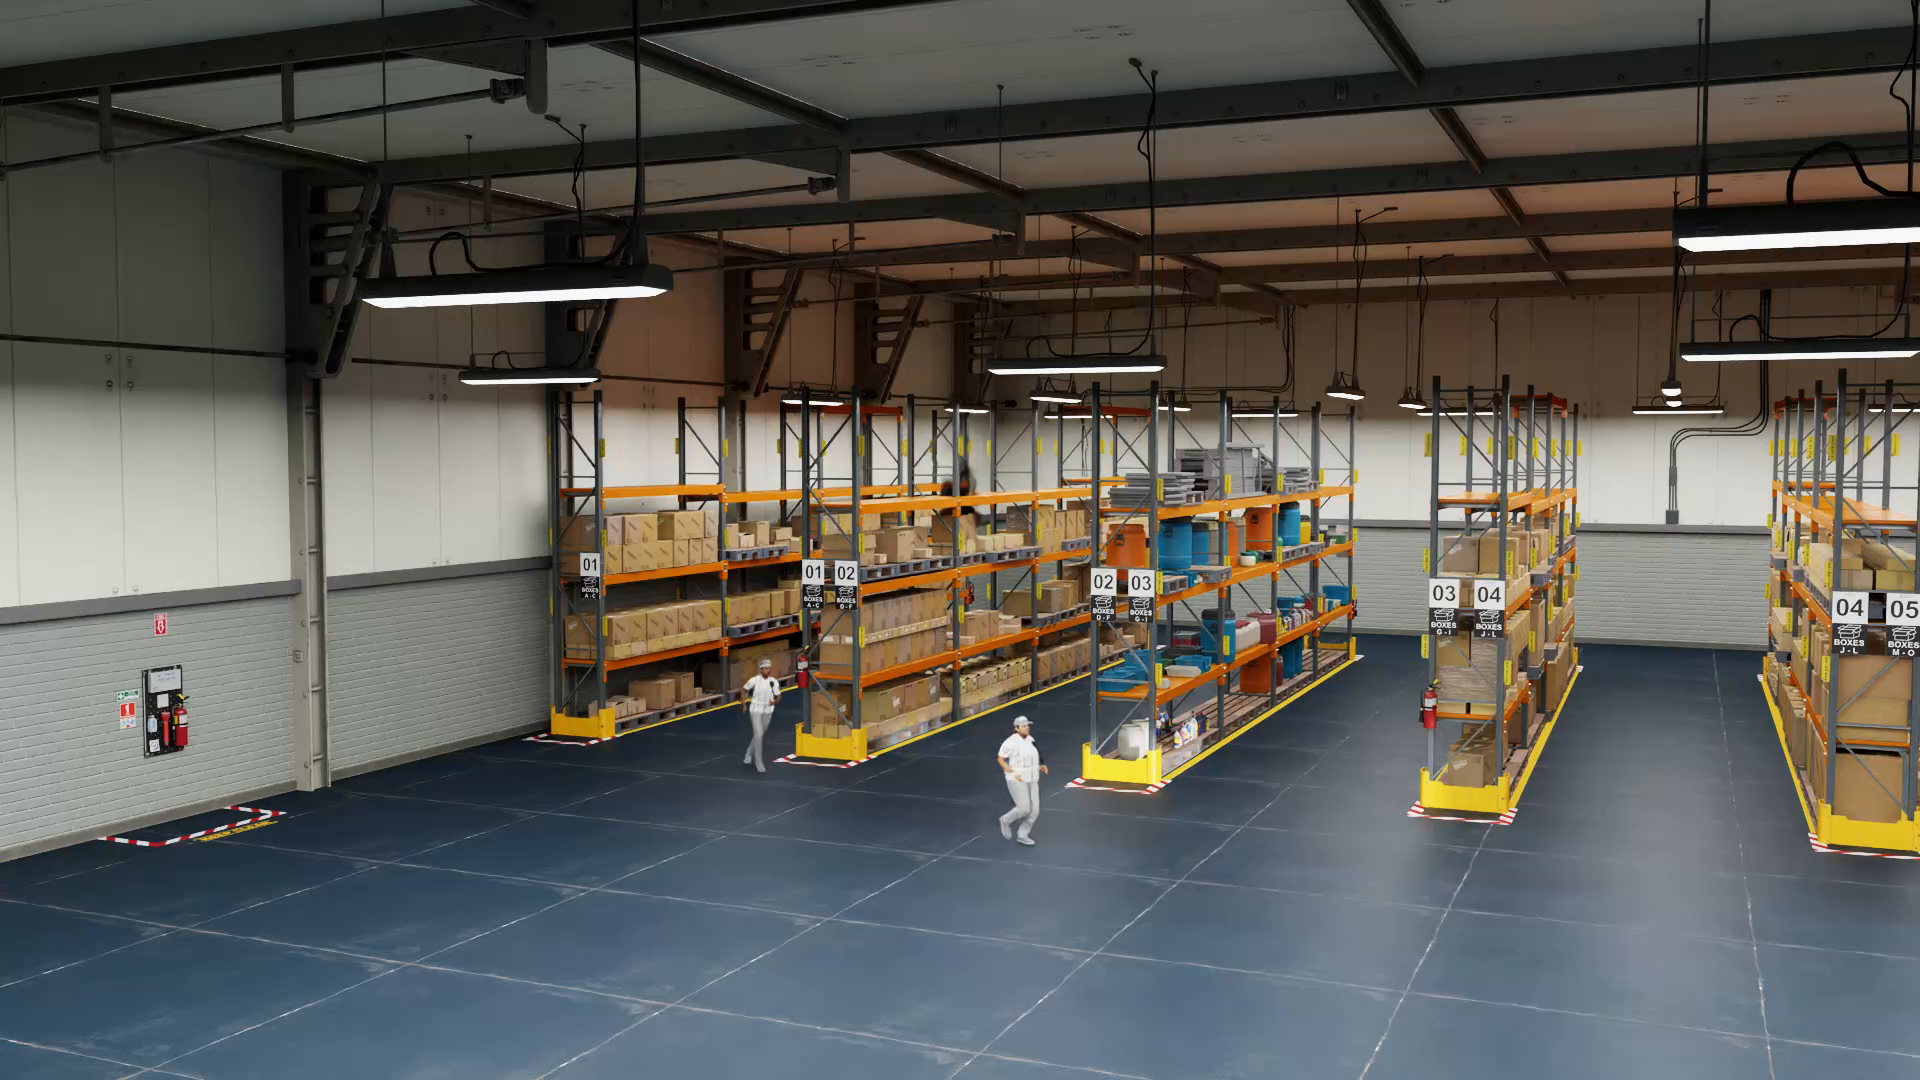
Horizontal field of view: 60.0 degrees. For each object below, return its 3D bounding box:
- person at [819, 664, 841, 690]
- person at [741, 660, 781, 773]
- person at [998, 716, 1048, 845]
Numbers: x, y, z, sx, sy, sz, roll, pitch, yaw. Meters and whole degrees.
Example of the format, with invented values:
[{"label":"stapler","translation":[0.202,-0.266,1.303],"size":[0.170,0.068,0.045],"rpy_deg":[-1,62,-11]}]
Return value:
[{"label":"person","translation":[-2.327,2.525,30.004],"size":[0.588,1.624,0.821],"rpy_deg":[1,3,20]},{"label":"person","translation":[-3.076,2.717,26.008],"size":[0.596,1.691,0.852],"rpy_deg":[-2,4,-26]},{"label":"person","translation":[0.807,3.032,20.978],"size":[0.603,1.618,0.547],"rpy_deg":[-3,4,-42]}]
